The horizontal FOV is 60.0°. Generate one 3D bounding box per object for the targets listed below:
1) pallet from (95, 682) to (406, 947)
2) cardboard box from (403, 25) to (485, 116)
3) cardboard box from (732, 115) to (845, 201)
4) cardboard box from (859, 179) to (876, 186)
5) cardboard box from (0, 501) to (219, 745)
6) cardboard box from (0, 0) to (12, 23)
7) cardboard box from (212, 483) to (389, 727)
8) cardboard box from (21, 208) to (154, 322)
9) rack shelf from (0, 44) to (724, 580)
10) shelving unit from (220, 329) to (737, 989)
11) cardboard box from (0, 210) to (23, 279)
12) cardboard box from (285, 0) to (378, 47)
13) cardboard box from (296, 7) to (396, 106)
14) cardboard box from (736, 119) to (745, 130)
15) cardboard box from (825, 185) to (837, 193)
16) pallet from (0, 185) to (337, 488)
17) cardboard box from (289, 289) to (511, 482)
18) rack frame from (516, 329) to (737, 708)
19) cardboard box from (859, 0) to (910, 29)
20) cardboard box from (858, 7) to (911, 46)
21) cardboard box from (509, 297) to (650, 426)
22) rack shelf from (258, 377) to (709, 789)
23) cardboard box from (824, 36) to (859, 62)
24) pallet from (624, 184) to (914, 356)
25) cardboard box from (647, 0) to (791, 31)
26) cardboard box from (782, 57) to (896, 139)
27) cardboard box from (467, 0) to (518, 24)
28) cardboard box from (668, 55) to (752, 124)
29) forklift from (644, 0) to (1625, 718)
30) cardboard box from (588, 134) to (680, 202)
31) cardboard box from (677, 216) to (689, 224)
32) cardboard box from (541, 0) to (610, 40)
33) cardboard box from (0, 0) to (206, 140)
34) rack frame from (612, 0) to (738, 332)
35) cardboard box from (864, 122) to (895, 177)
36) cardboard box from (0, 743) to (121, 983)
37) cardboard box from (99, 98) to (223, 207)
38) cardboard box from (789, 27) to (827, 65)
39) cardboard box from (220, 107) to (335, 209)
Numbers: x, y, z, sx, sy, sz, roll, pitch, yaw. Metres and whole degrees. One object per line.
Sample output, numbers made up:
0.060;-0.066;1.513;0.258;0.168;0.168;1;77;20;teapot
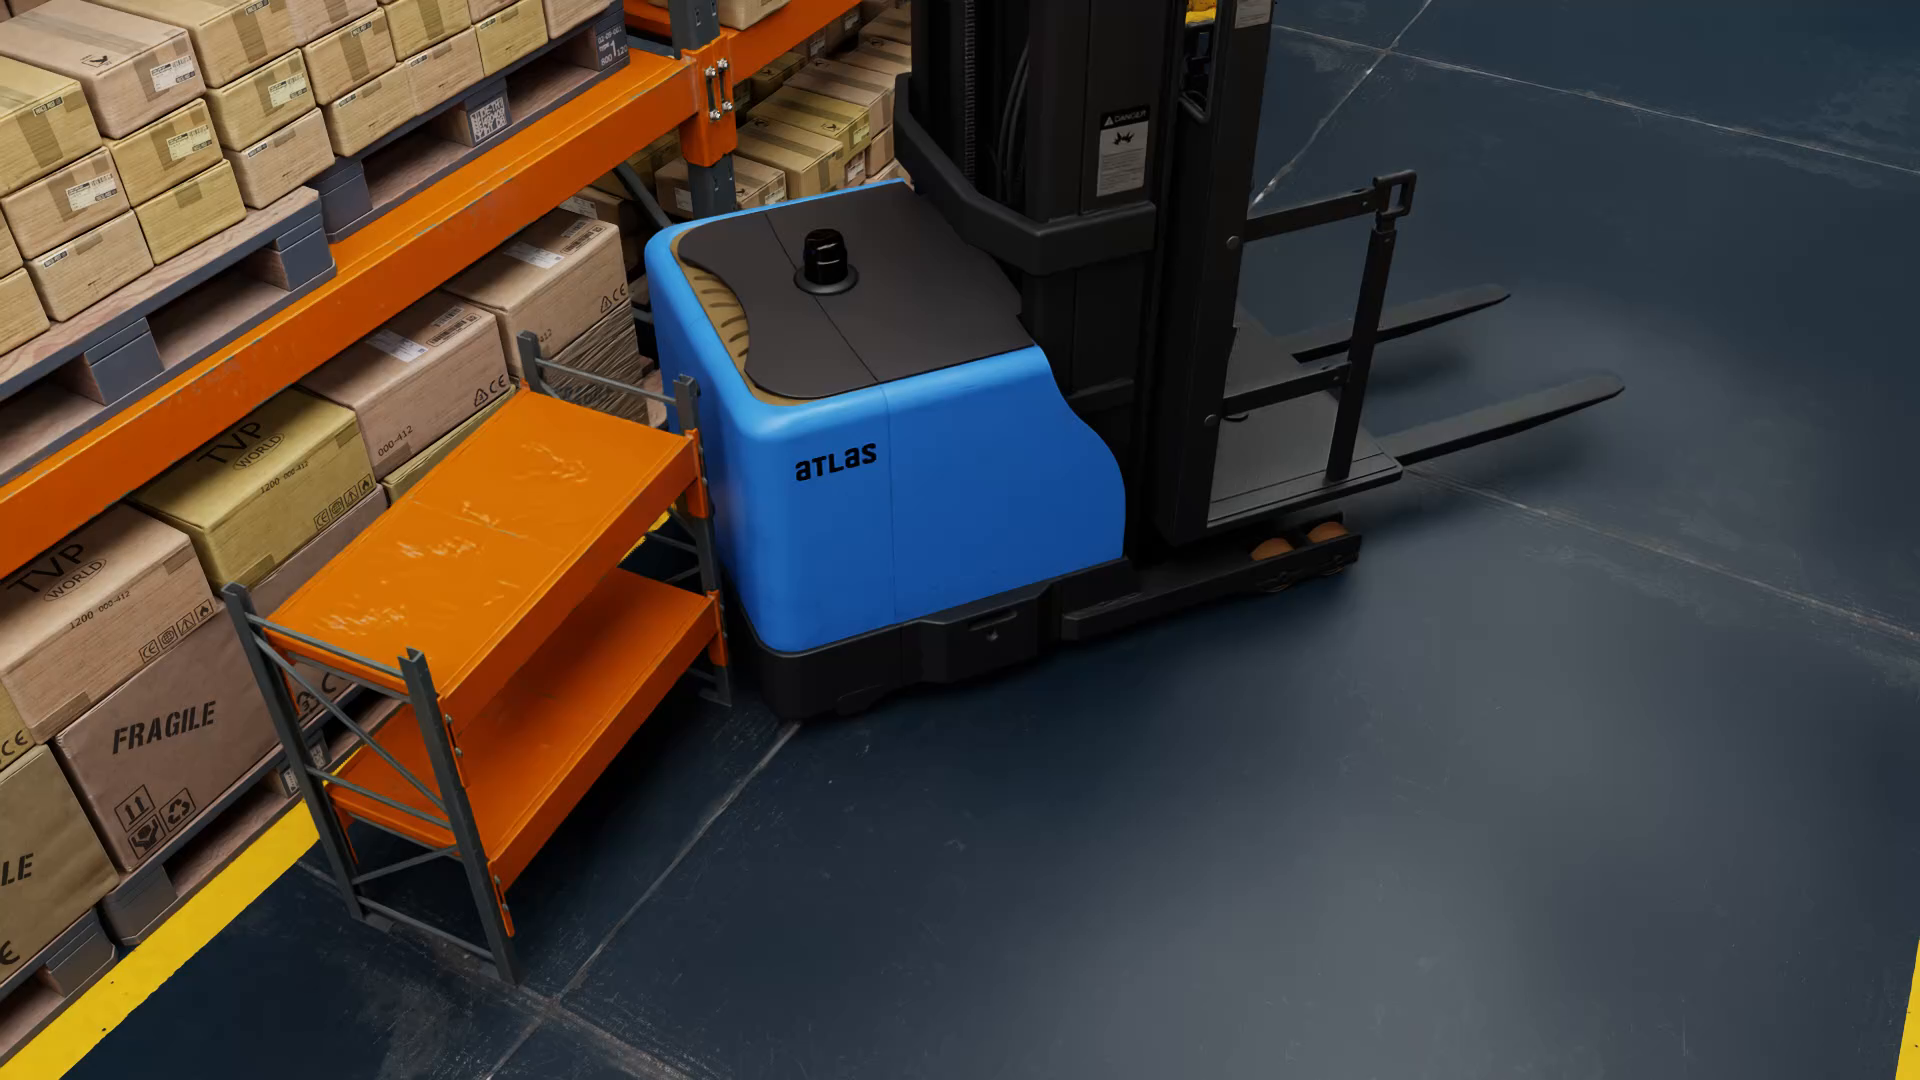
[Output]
-2.173;0.426;4.606;1.003;0.211;1.213;21;45;22;pallet
-1.458;-1.247;4.268;0.380;0.149;0.250;21;45;22;cardboard box
-0.634;-1.344;5.896;0.380;0.149;0.250;23;46;24;cardboard box
-0.502;-1.268;6.260;0.380;0.149;0.250;21;45;22;cardboard box
-2.110;0.137;3.830;0.500;0.250;0.500;21;46;22;cardboard box
-2.417;-1.240;3.811;0.380;0.149;0.250;23;46;24;cardboard box
-1.845;0.106;4.434;0.500;0.500;0.500;20;45;21;cardboard box
-1.985;-0.638;3.578;0.380;0.149;0.250;19;45;21;cardboard box
-2.176;-0.352;3.925;1.077;0.370;4.000;21;45;22;rack shelf
-1.081;0.280;4.080;0.538;1.125;1.048;17;44;18;shelving unit
-2.118;-0.600;3.309;0.380;0.149;0.250;21;45;22;cardboard box
-1.603;-1.308;3.887;0.380;0.149;0.250;21;45;22;cardboard box
-1.594;-1.199;3.989;0.380;0.149;0.250;19;45;21;cardboard box
-1.049;-1.570;6.377;0.380;0.149;0.250;19;45;21;cardboard box
-0.668;-1.242;6.005;0.380;0.149;0.250;21;46;22;cardboard box
-2.222;-0.552;3.753;1.003;0.211;1.213;21;45;22;pallet
-1.598;-0.468;4.518;0.500;0.250;0.500;23;46;24;cardboard box
-0.868;-0.025;4.426;0.500;1.125;0.032;17;44;18;rack frame
-0.414;-2.244;6.918;0.380;0.149;0.250;21;46;22;cardboard box
-0.177;-1.964;6.600;0.380;0.149;0.250;19;45;20;cardboard box
-1.327;-0.479;5.098;0.500;0.500;0.500;20;45;21;cardboard box
-1.081;0.060;3.887;0.538;0.278;1.000;17;44;18;rack shelf
-0.577;-1.980;6.843;0.380;0.149;0.250;19;45;20;cardboard box
-0.870;-1.116;6.358;1.003;0.211;1.213;21;45;22;pallet
-0.750;-1.726;5.131;0.380;0.149;0.250;23;46;24;cardboard box
-0.440;-1.662;6.257;0.380;0.149;0.250;20;45;21;cardboard box
-1.334;-1.498;4.328;0.380;0.149;0.250;21;46;22;cardboard box
-1.011;-1.672;6.268;0.380;0.149;0.250;21;45;22;cardboard box
0.676;-1.246;4.447;3.031;2.935;1.130;-16;44;-17;forklift
-1.223;-1.367;5.922;0.380;0.149;0.250;22;46;23;cardboard box
-1.072;-1.313;6.310;0.380;0.149;0.250;22;46;23;cardboard box
-1.203;-1.537;4.598;0.380;0.149;0.250;20;45;21;cardboard box
-1.860;-1.014;3.554;0.380;0.149;0.250;19;45;20;cardboard box
-1.175;-1.767;4.987;1.000;3.000;0.127;21;45;22;rack frame
-0.440;-1.547;6.351;0.380;0.149;0.250;19;45;20;cardboard box
-2.353;0.693;3.767;0.500;0.500;0.500;21;46;23;cardboard box
-1.860;-0.893;3.642;0.380;0.149;0.250;21;46;22;cardboard box
-0.758;-1.980;6.618;0.380;0.149;0.250;19;45;20;cardboard box
-1.718;-0.942;3.923;0.380;0.149;0.250;19;45;20;cardboard box
